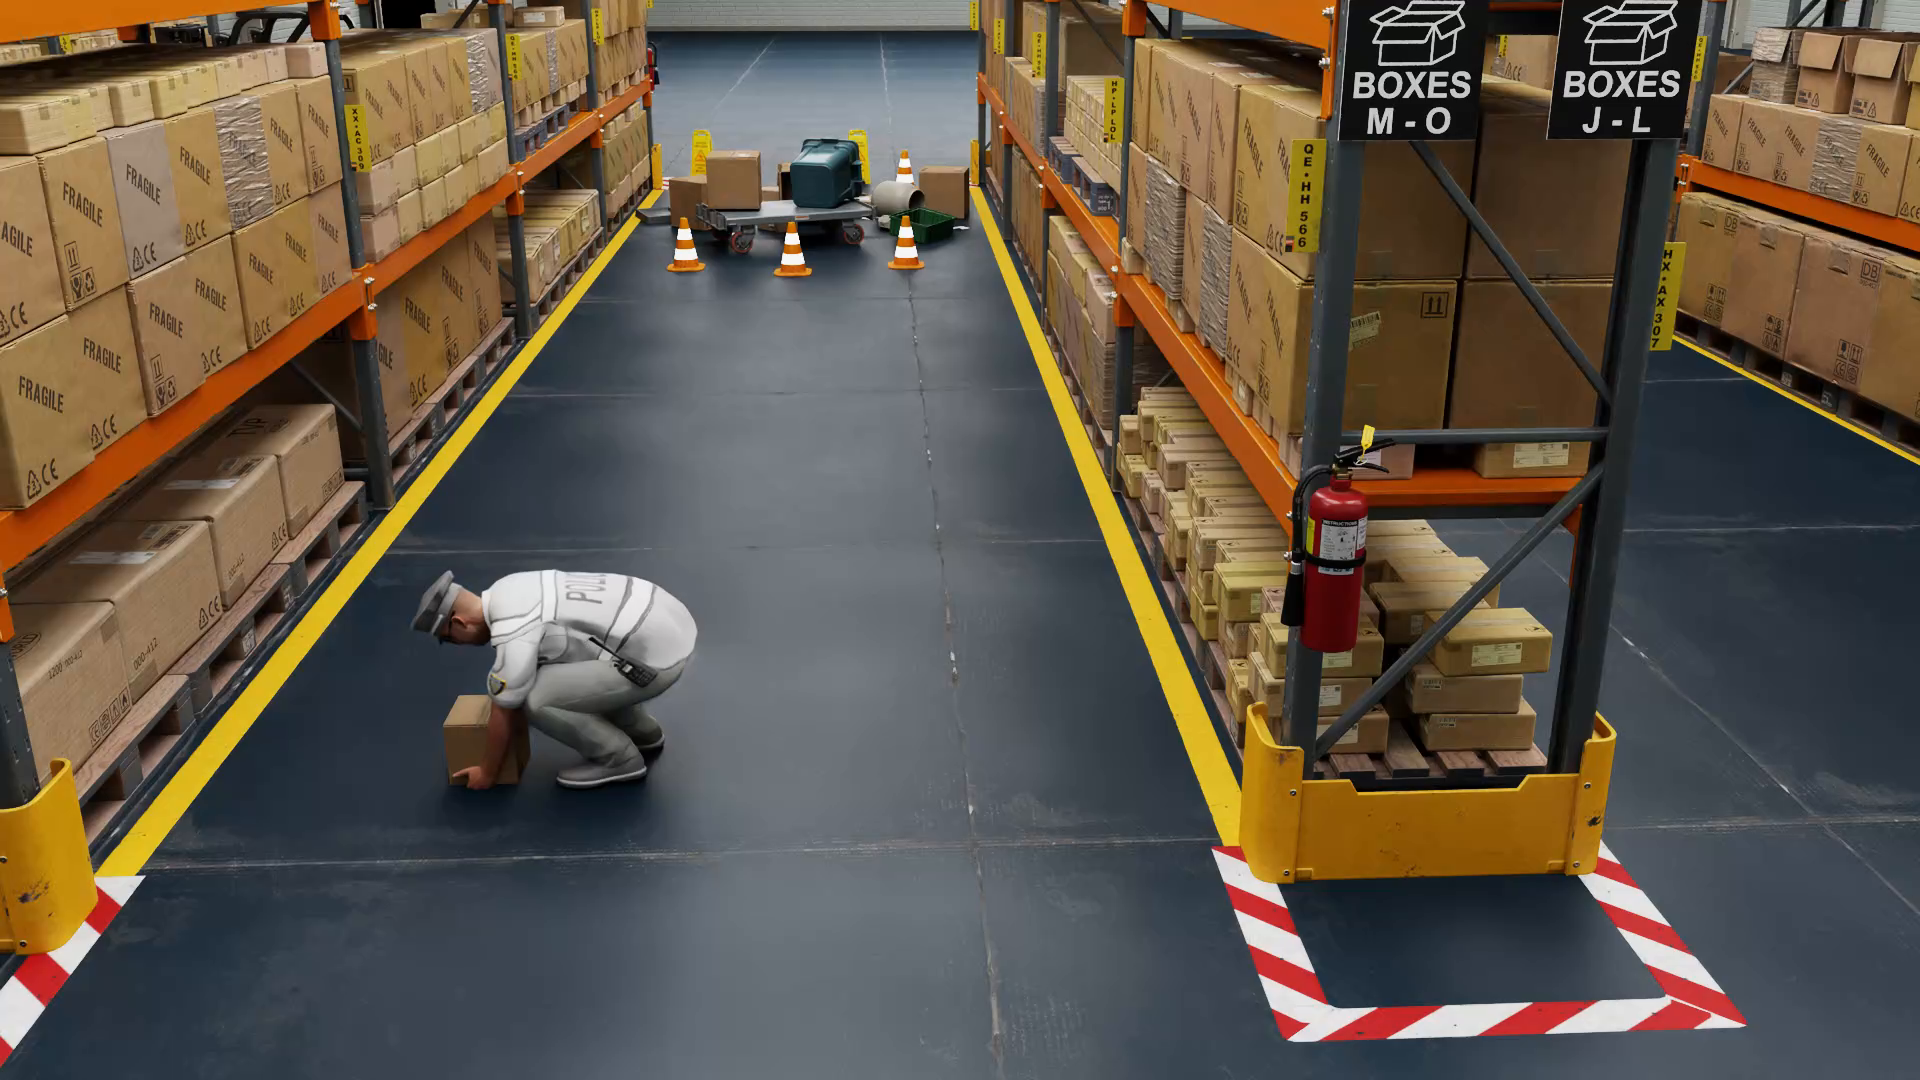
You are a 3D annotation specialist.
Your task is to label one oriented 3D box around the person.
[{"bbox_3d":[-1.477,0.494,6.138,1.009,0.845,0.534,-2,20,-4],"label":"person"}]
